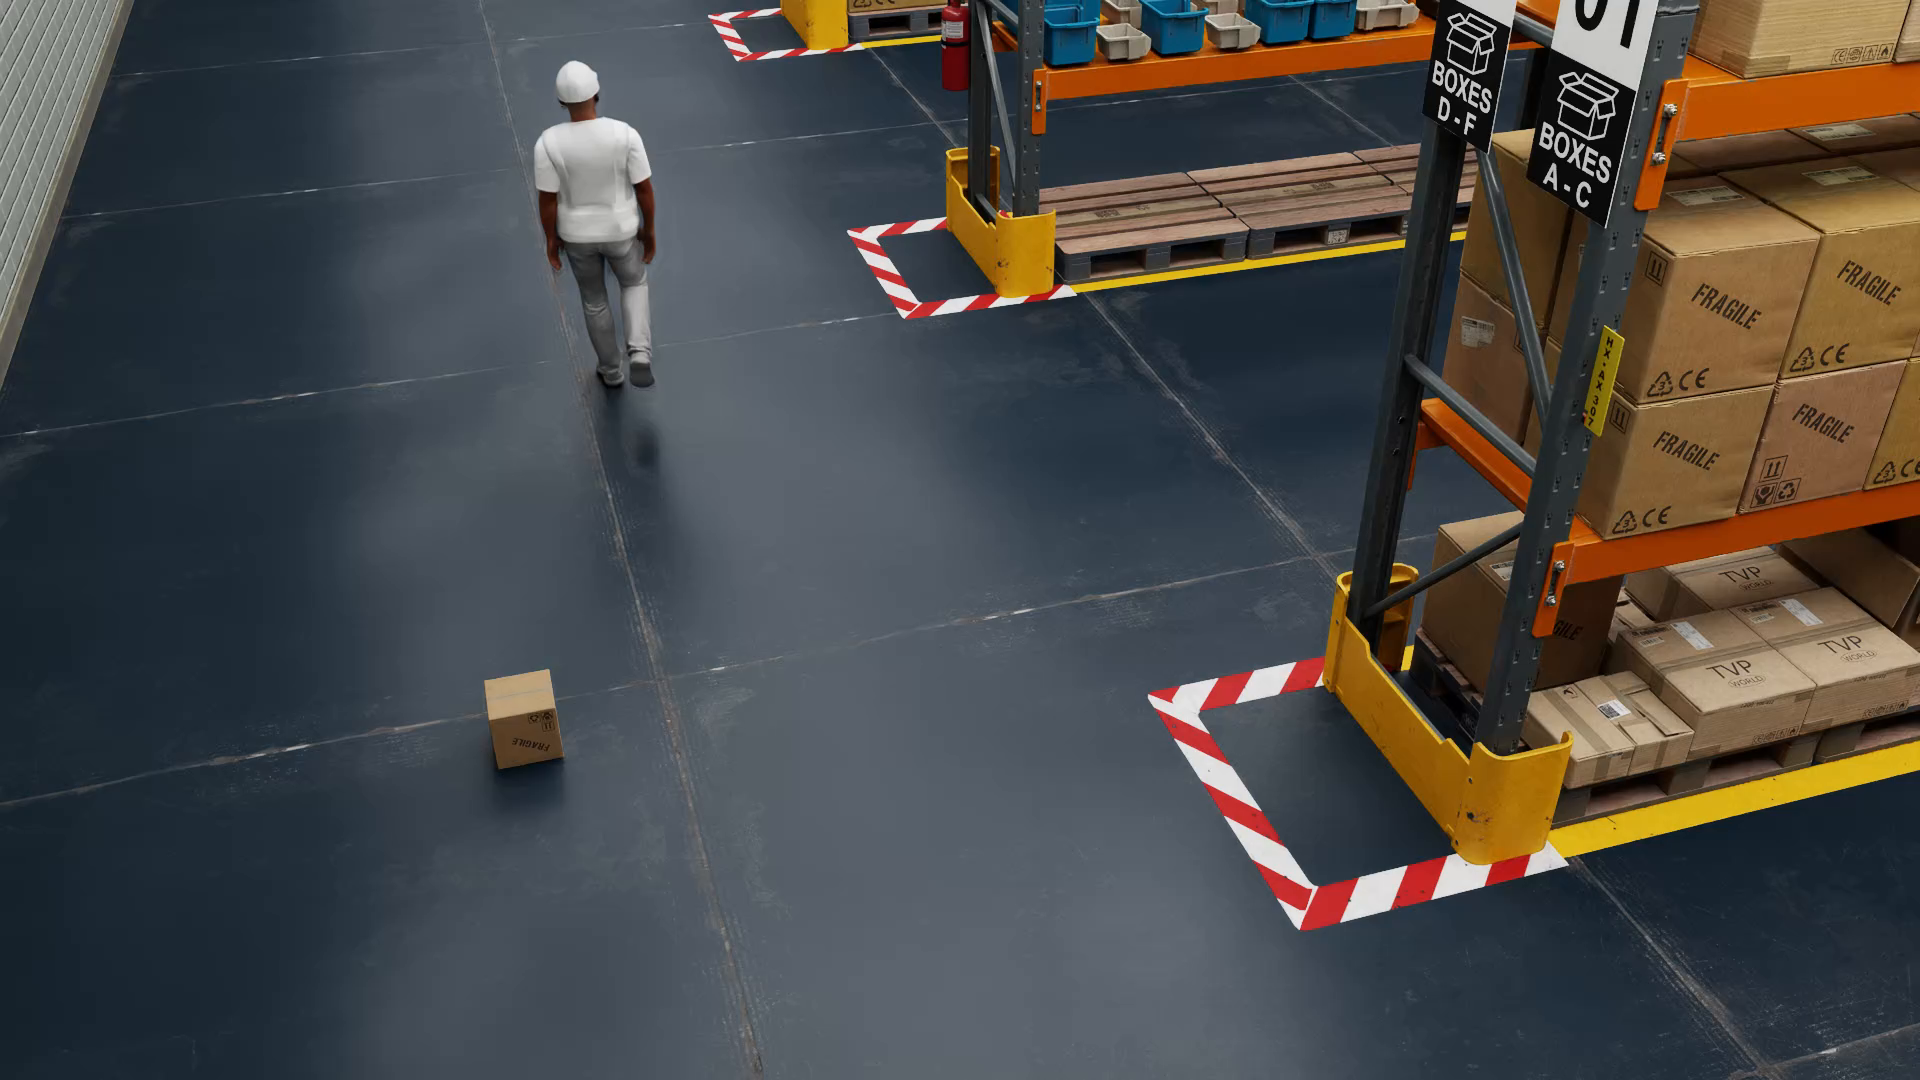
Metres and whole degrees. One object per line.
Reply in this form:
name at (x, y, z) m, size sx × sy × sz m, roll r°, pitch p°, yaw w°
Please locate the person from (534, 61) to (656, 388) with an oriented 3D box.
person at (-1.818, -1.557, 8.420) m, size 0.569 × 1.754 × 0.606 m, roll -7°, pitch 34°, yaw -11°
